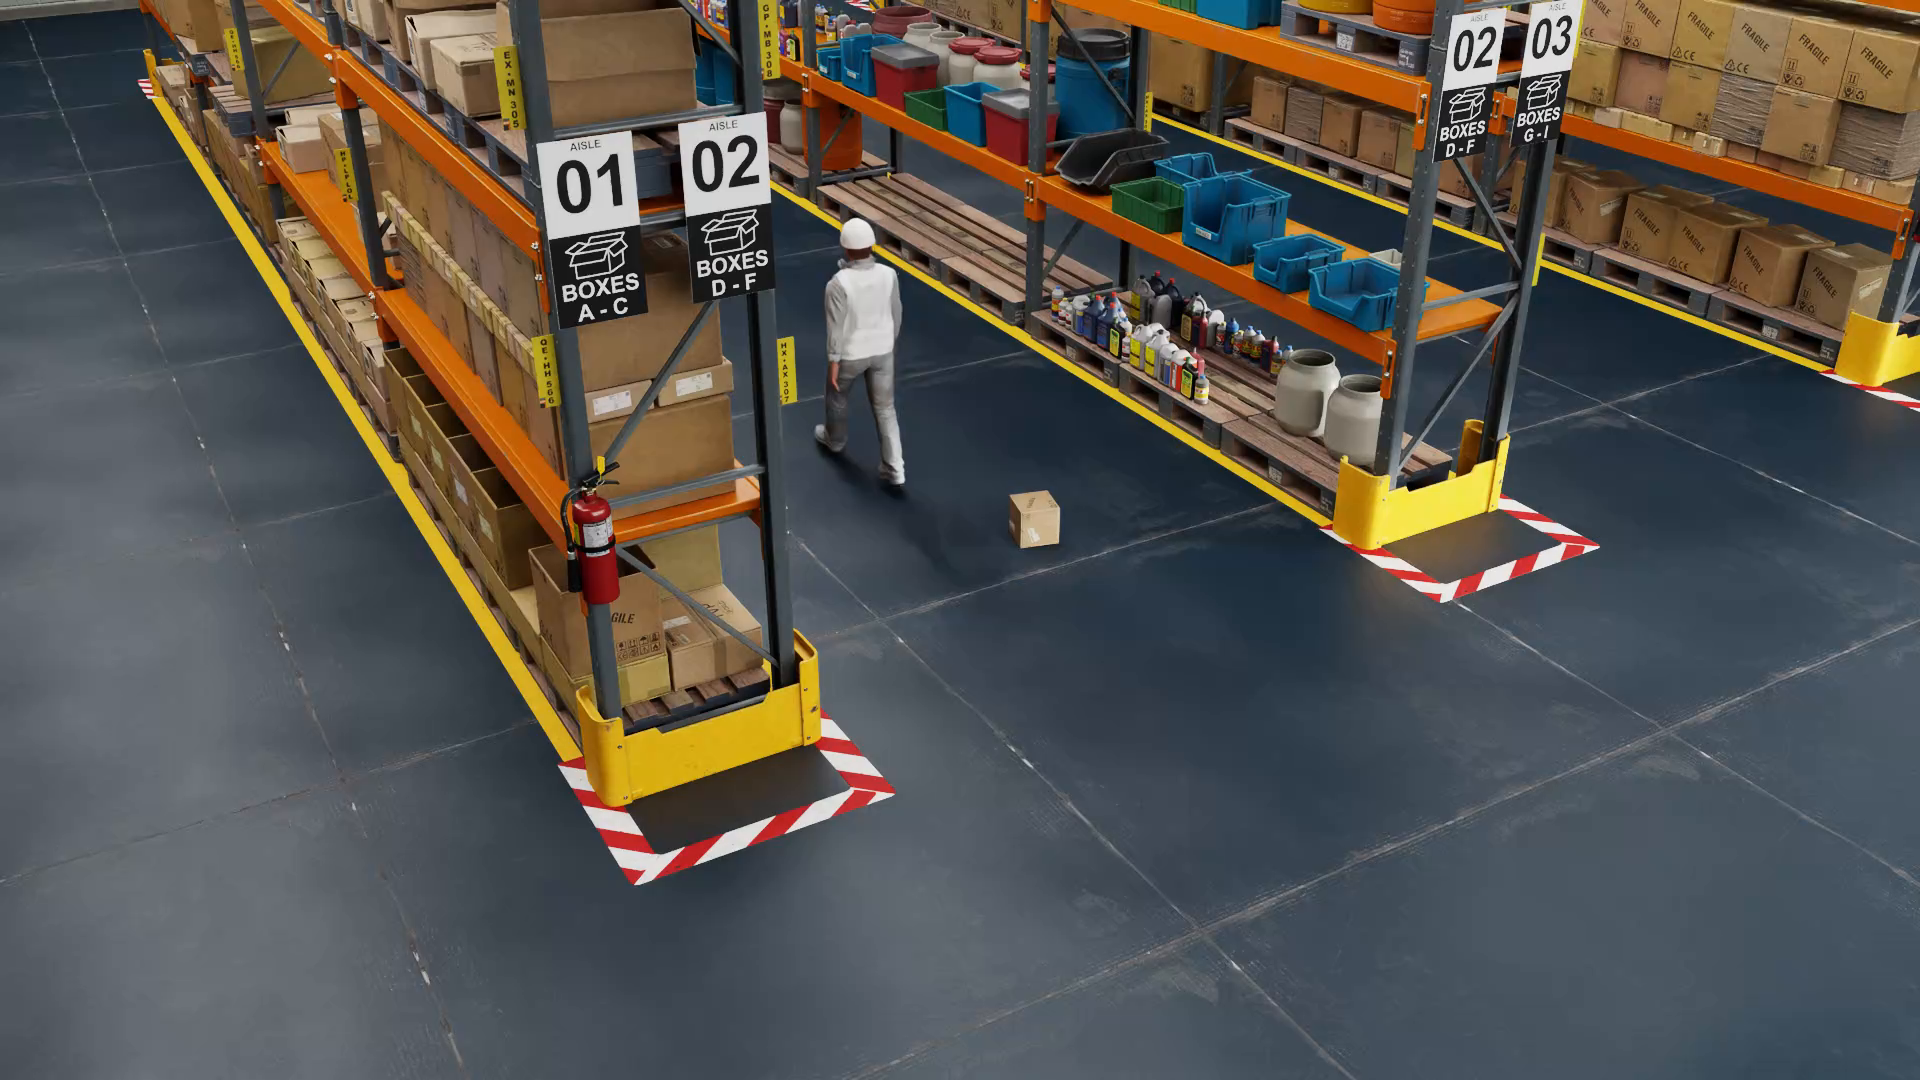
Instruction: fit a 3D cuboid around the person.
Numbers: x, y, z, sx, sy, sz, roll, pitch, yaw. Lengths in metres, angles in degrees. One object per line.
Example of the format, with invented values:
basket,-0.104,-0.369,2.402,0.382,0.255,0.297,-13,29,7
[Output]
person,-0.641,-1.268,10.864,0.575,1.723,1.059,-11,31,-19
